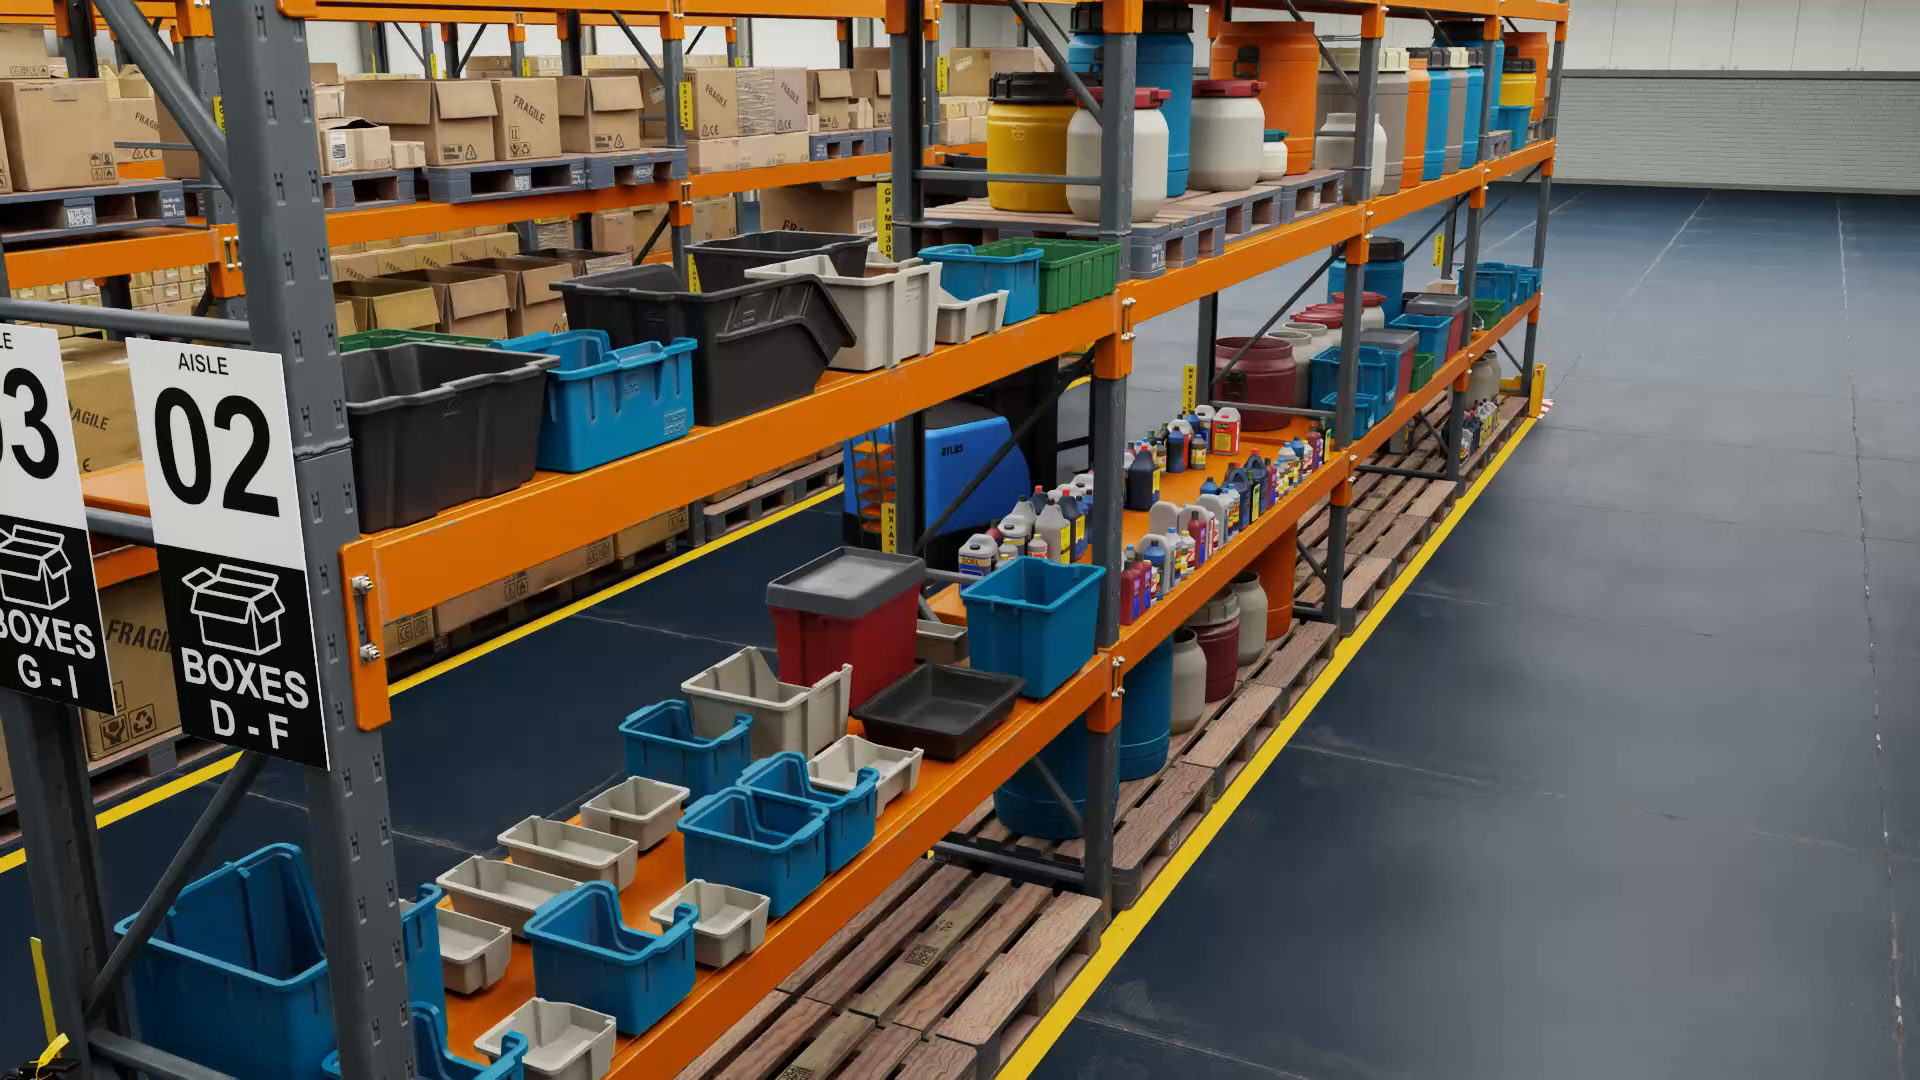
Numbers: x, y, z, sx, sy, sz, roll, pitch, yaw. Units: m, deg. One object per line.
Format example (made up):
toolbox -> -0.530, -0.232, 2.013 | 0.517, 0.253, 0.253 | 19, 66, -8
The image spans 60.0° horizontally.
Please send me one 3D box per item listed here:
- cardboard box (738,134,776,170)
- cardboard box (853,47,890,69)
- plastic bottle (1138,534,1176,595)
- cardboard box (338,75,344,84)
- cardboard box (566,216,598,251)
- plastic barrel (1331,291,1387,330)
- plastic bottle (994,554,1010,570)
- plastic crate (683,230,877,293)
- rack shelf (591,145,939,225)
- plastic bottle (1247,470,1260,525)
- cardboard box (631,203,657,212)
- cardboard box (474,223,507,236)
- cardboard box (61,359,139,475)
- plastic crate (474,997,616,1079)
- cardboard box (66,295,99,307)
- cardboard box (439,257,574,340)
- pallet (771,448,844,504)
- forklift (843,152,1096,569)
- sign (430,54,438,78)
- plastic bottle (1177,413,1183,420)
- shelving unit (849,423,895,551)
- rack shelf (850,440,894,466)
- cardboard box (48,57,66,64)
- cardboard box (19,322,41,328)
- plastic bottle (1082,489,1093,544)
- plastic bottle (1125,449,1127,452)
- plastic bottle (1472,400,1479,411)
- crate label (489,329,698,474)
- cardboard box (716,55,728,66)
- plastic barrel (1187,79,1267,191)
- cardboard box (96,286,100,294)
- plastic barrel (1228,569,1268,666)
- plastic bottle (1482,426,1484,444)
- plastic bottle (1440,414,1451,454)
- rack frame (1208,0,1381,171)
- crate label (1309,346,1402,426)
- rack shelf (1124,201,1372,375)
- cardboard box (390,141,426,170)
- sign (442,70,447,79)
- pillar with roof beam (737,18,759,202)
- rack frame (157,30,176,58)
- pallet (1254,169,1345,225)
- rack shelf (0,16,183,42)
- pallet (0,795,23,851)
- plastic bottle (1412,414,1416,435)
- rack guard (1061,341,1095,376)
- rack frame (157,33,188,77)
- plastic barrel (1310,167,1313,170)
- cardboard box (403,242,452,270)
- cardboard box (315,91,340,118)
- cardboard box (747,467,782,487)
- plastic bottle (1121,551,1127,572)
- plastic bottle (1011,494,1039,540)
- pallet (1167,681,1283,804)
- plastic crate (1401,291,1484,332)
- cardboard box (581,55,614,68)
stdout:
cardboard box -> -1.782, -3.032, 12.961 | 0.500, 0.250, 0.500 | 9, 19, 27
cardboard box -> -0.689, -4.482, 16.003 | 0.500, 0.500, 0.500 | 8, 18, 24
plastic bottle -> 0.905, 0.098, 7.646 | 0.152, 0.276, 0.135 | 8, 18, 25
cardboard box -> -8.290, -6.012, 21.770 | 0.380, 0.149, 0.250 | 8, 18, 24
cardboard box -> -4.675, -3.434, 19.055 | 0.875, 0.550, 0.550 | 8, 18, 25
plastic barrel -> 3.145, -1.686, 13.195 | 0.433, 0.535, 0.433 | 0, 17, 0
plastic bottle -> 0.201, 0.166, 7.548 | 0.097, 0.201, 0.097 | 0, 17, 0
plastic crate -> -0.606, -0.893, 5.724 | 0.497, 0.269, 0.590 | 8, 18, 25
rack shelf -> -1.556, -3.051, 14.023 | 1.077, 0.370, 4.000 | 8, 18, 25
plastic bottle -> 1.530, -0.233, 8.744 | 0.061, 0.283, 0.133 | 8, 18, 25
cardboard box -> -4.123, -4.214, 19.784 | 0.875, 0.550, 0.500 | 8, 18, 25
cardboard box -> -5.271, -3.524, 17.689 | 0.700, 0.500, 0.500 | 8, 18, 24
cardboard box -> -4.431, -0.581, 8.137 | 0.500, 0.500, 0.500 | 8, 18, 26
plastic crate -> -0.971, 1.225, 3.989 | 0.250, 0.136, 0.298 | 8, 18, 25
cardboard box -> -7.114, -1.882, 13.275 | 0.380, 0.149, 0.250 | 8, 18, 25
cardboard box -> -3.084, -1.627, 11.297 | 0.797, 0.503, 0.637 | 9, 19, 27
pallet -> -1.553, -0.620, 14.741 | 1.003, 0.211, 1.213 | 8, 18, 25
forklift -> 0.511, -1.531, 13.031 | 3.031, 2.935, 1.130 | -15, 22, -42
sign -> -7.253, -6.533, 22.930 | 0.100, 0.325, 0.005 | 8, 18, 25
plastic bottle -> 1.311, -0.615, 10.032 | 0.061, 0.283, 0.133 | 8, 18, 25
shelving unit -> -0.601, -0.334, 12.013 | 0.258, 1.200, 0.189 | 11, 28, 32
rack shelf -> -0.626, -0.623, 11.889 | 0.258, 0.103, 0.180 | 11, 28, 32
cardboard box -> -13.005, -6.578, 23.540 | 0.797, 0.503, 0.637 | 9, 19, 27
cardboard box -> -7.347, -1.606, 12.867 | 0.380, 0.149, 0.250 | 7, 18, 23
plastic bottle -> 0.650, -0.124, 8.399 | 0.097, 0.271, 0.097 | 0, 17, 0
plastic bottle -> 0.907, -0.367, 9.218 | 0.097, 0.271, 0.097 | 0, 17, 0
plastic bottle -> 4.895, -1.194, 15.773 | 0.061, 0.283, 0.133 | 8, 18, 25
crate label -> -0.892, -0.341, 3.897 | 0.408, 0.251, 0.502 | 8, 18, 25
cardboard box -> -3.114, -5.963, 20.691 | 0.380, 0.149, 0.250 | 8, 18, 26
plastic barrel -> 1.324, -2.052, 8.419 | 0.433, 0.535, 0.433 | 0, 17, 0
cardboard box -> -6.998, -2.089, 13.448 | 0.380, 0.149, 0.250 | 9, 19, 27
plastic barrel -> 1.606, 0.455, 9.856 | 0.421, 0.512, 0.421 | 0, 17, 0
plastic bottle -> 4.733, -0.976, 15.186 | 0.097, 0.201, 0.097 | 0, 17, 0
plastic bottle -> 4.372, -0.949, 14.832 | 0.144, 0.351, 0.185 | 8, 18, 25
rack frame -> 1.982, -3.694, 9.656 | 1.000, 3.000, 0.127 | 8, 18, 25
crate label -> 2.667, -1.054, 11.242 | 0.502, 0.435, 0.616 | 8, 18, 25
rack shelf -> 1.088, -1.402, 8.471 | 1.077, 0.370, 4.000 | 8, 18, 25
cardboard box -> -3.437, -2.308, 9.963 | 0.380, 0.149, 0.250 | 7, 18, 23
sign -> -5.551, -4.918, 17.998 | 0.100, 0.325, 0.005 | 8, 18, 25
pillar with roof beam -> -1.406, -12.228, 38.388 | 9.100, 9.000, 0.400 | 8, 18, 25
rack frame -> -12.183, -8.253, 25.007 | 1.000, 3.000, 0.127 | 8, 18, 25
pallet -> 1.552, -1.983, 9.496 | 1.003, 0.211, 1.213 | 8, 18, 25
rack shelf -> -10.421, -5.558, 17.897 | 1.077, 0.370, 4.000 | 8, 18, 25
pallet -> -5.191, 1.403, 7.930 | 1.003, 0.211, 1.213 | 8, 18, 25
plastic bottle -> 4.201, -1.105, 15.475 | 0.061, 0.283, 0.133 | 8, 18, 25
rack guard -> 1.091, -2.268, 19.784 | 1.175, 0.500, 0.348 | 8, 18, 25
rack frame -> -9.528, -6.604, 19.453 | 1.000, 3.000, 0.127 | 8, 18, 25
plastic barrel -> 2.046, -2.251, 10.339 | 0.294, 0.245, 0.294 | 0, 17, 0
cardboard box -> -5.500, -2.747, 16.831 | 0.500, 0.500, 0.500 | 8, 18, 26
cardboard box -> -6.097, -4.004, 15.320 | 0.500, 0.250, 0.500 | 9, 19, 27
cardboard box -> -1.932, -0.777, 13.990 | 0.700, 0.500, 0.500 | 6, 18, 21
plastic bottle -> 0.659, 0.166, 7.285 | 0.144, 0.351, 0.185 | 8, 18, 25
plastic bottle -> 0.312, -0.051, 8.016 | 0.144, 0.351, 0.185 | 8, 18, 25
pallet -> 1.120, 1.034, 9.171 | 1.003, 0.211, 1.213 | 8, 18, 25
plastic crate -> 4.117, -1.924, 14.344 | 0.767, 0.338, 0.504 | 8, 18, 25
cardboard box -> -4.134, -5.382, 18.737 | 0.380, 0.149, 0.250 | 8, 18, 26
